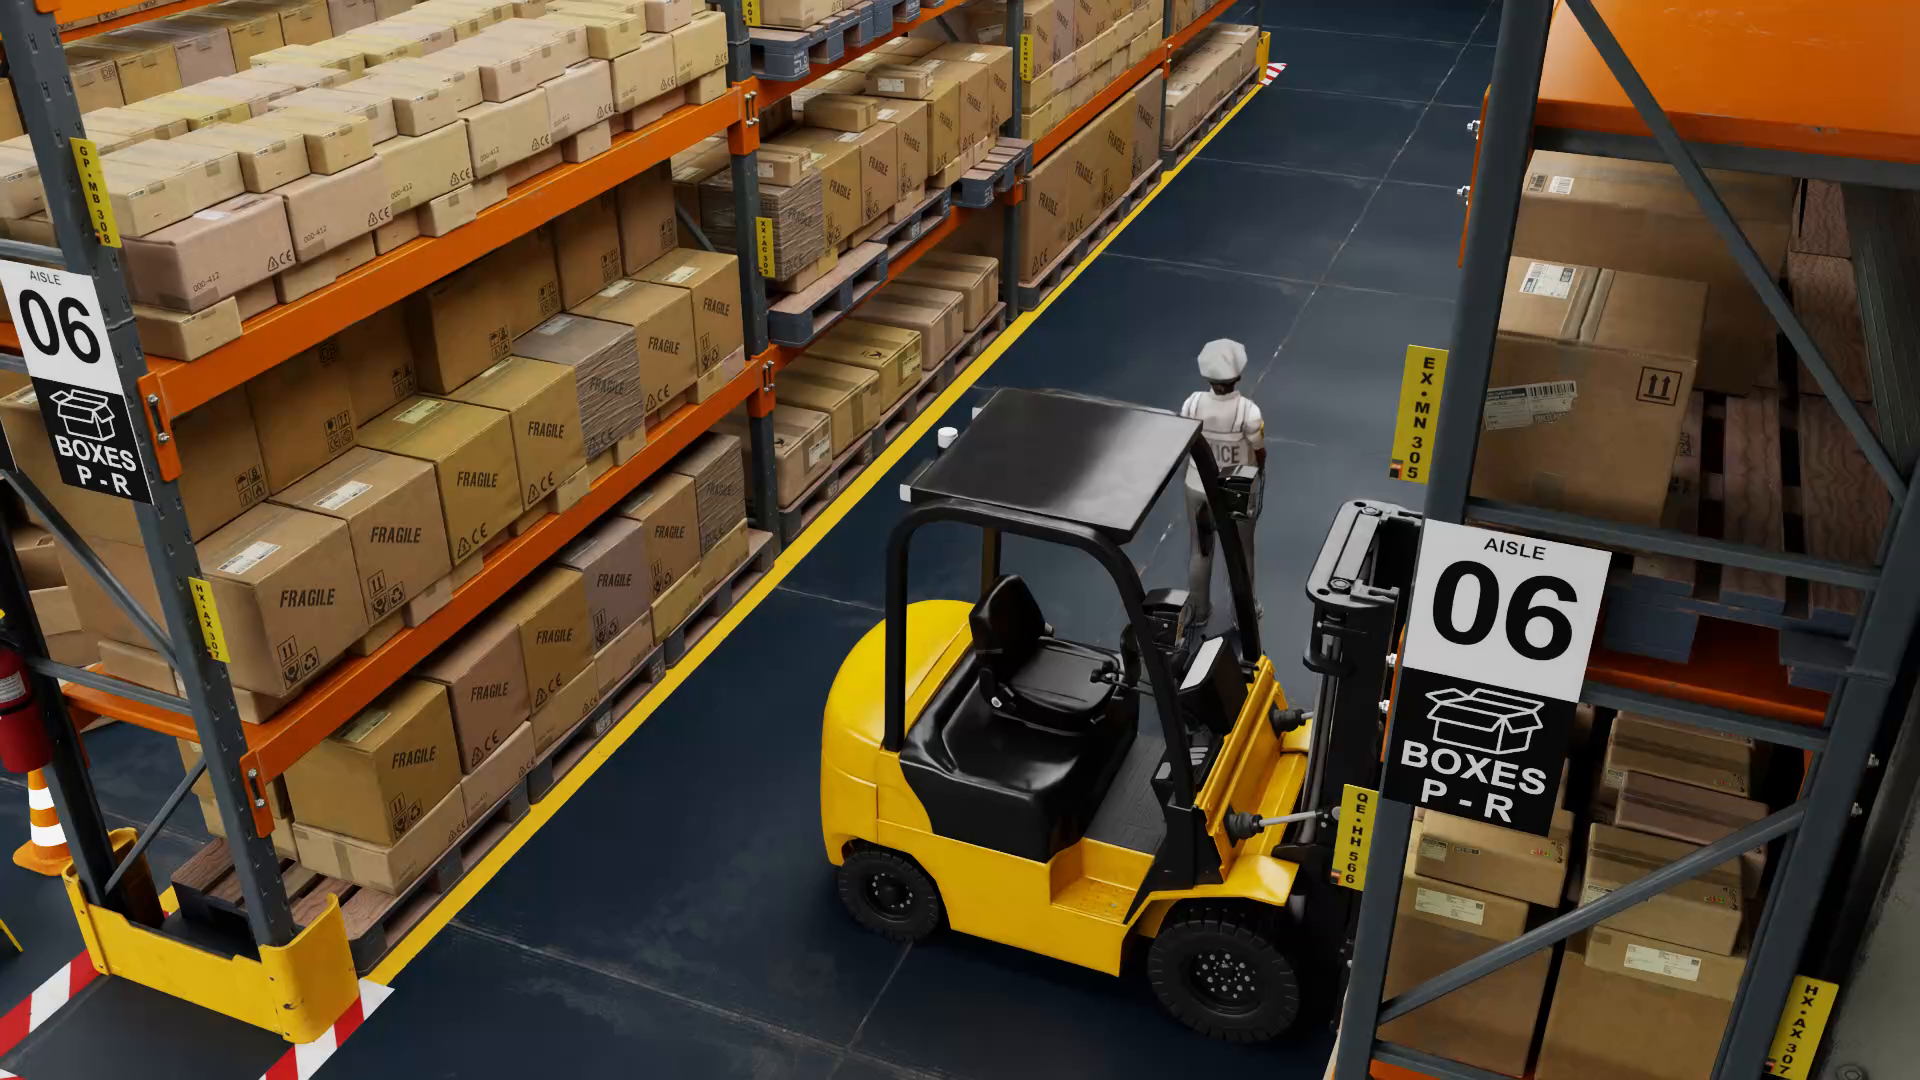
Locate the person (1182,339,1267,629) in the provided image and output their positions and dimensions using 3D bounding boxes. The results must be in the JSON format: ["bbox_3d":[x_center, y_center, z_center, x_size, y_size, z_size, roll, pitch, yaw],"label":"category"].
[{"bbox_3d":[1.409,-0.297,8.865,0.491,1.703,0.500,13,32,22],"label":"person"}]
